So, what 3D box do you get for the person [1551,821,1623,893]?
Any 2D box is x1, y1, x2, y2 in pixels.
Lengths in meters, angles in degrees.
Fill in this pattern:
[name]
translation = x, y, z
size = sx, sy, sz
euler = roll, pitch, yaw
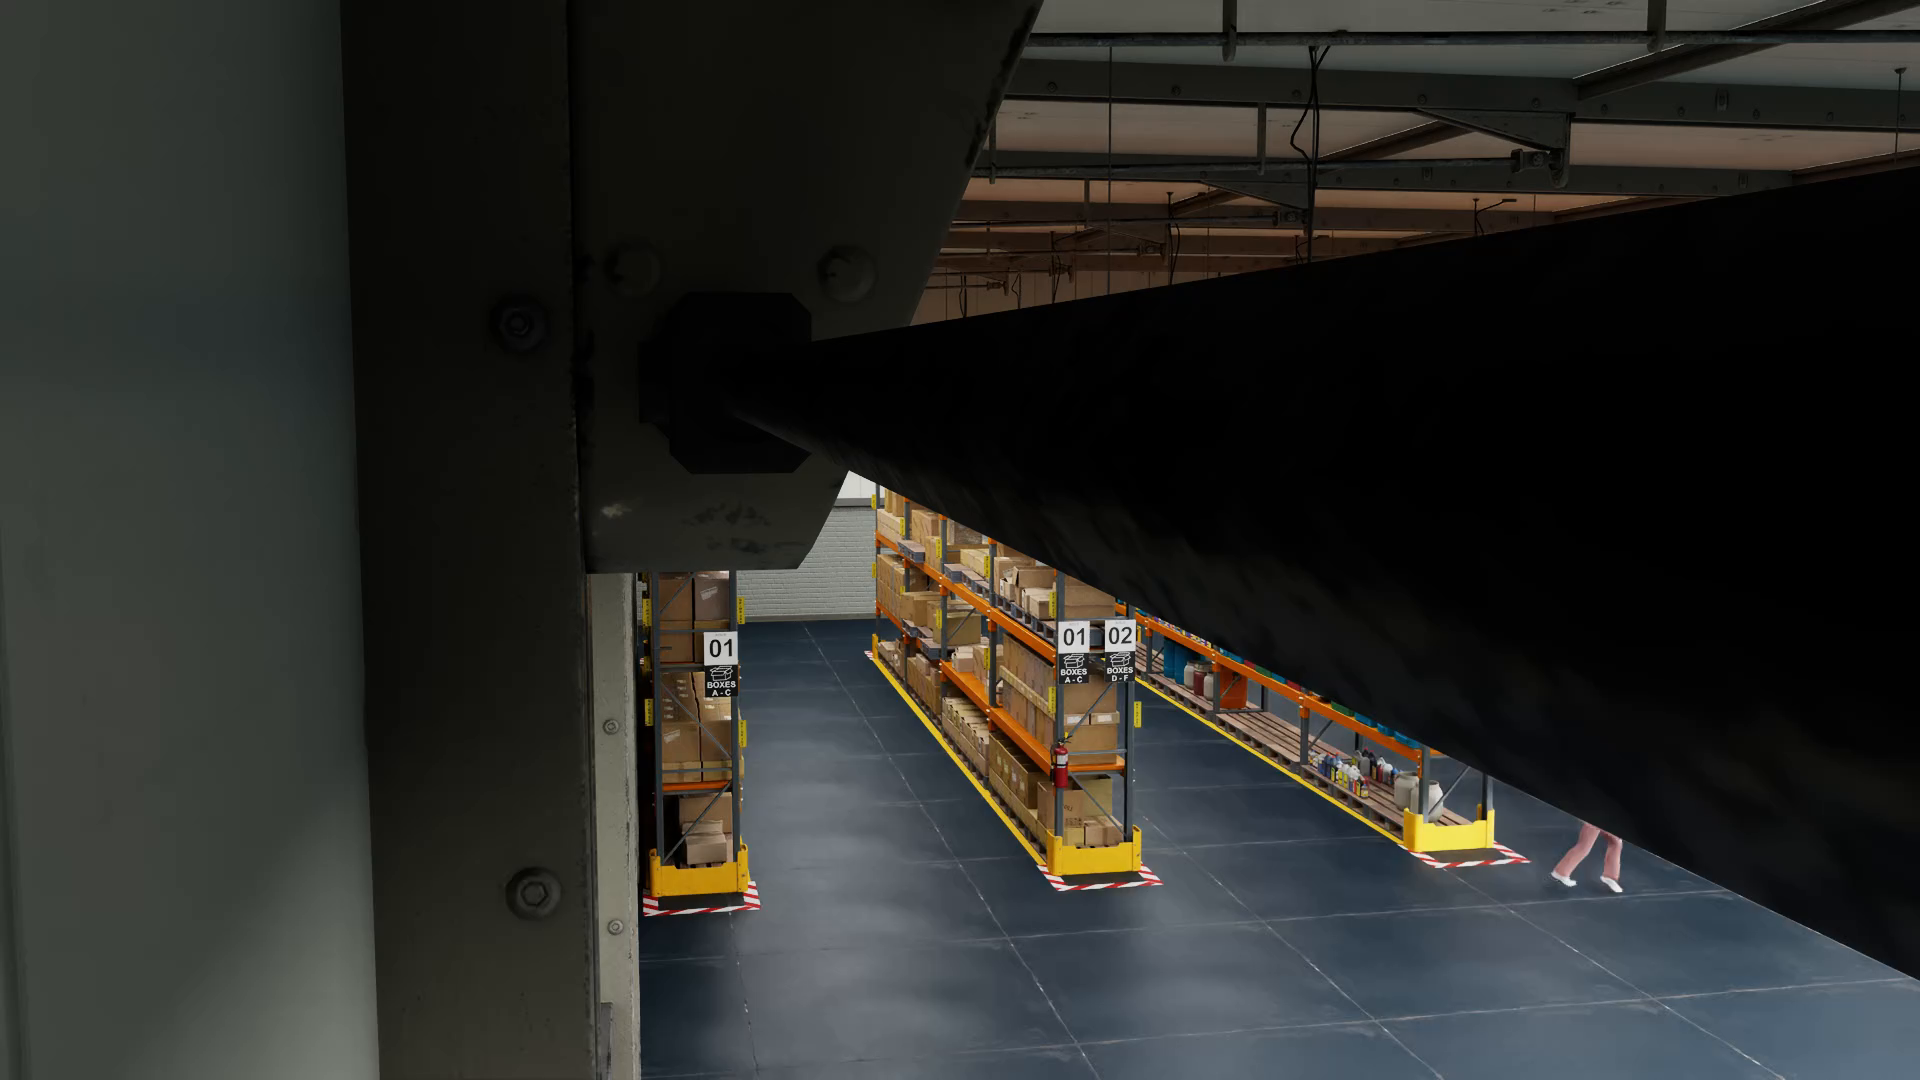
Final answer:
[person]
translation = 7.666, 3.433, 20.195
size = 0.865, 1.709, 0.584
euler = 2, 6, 22
